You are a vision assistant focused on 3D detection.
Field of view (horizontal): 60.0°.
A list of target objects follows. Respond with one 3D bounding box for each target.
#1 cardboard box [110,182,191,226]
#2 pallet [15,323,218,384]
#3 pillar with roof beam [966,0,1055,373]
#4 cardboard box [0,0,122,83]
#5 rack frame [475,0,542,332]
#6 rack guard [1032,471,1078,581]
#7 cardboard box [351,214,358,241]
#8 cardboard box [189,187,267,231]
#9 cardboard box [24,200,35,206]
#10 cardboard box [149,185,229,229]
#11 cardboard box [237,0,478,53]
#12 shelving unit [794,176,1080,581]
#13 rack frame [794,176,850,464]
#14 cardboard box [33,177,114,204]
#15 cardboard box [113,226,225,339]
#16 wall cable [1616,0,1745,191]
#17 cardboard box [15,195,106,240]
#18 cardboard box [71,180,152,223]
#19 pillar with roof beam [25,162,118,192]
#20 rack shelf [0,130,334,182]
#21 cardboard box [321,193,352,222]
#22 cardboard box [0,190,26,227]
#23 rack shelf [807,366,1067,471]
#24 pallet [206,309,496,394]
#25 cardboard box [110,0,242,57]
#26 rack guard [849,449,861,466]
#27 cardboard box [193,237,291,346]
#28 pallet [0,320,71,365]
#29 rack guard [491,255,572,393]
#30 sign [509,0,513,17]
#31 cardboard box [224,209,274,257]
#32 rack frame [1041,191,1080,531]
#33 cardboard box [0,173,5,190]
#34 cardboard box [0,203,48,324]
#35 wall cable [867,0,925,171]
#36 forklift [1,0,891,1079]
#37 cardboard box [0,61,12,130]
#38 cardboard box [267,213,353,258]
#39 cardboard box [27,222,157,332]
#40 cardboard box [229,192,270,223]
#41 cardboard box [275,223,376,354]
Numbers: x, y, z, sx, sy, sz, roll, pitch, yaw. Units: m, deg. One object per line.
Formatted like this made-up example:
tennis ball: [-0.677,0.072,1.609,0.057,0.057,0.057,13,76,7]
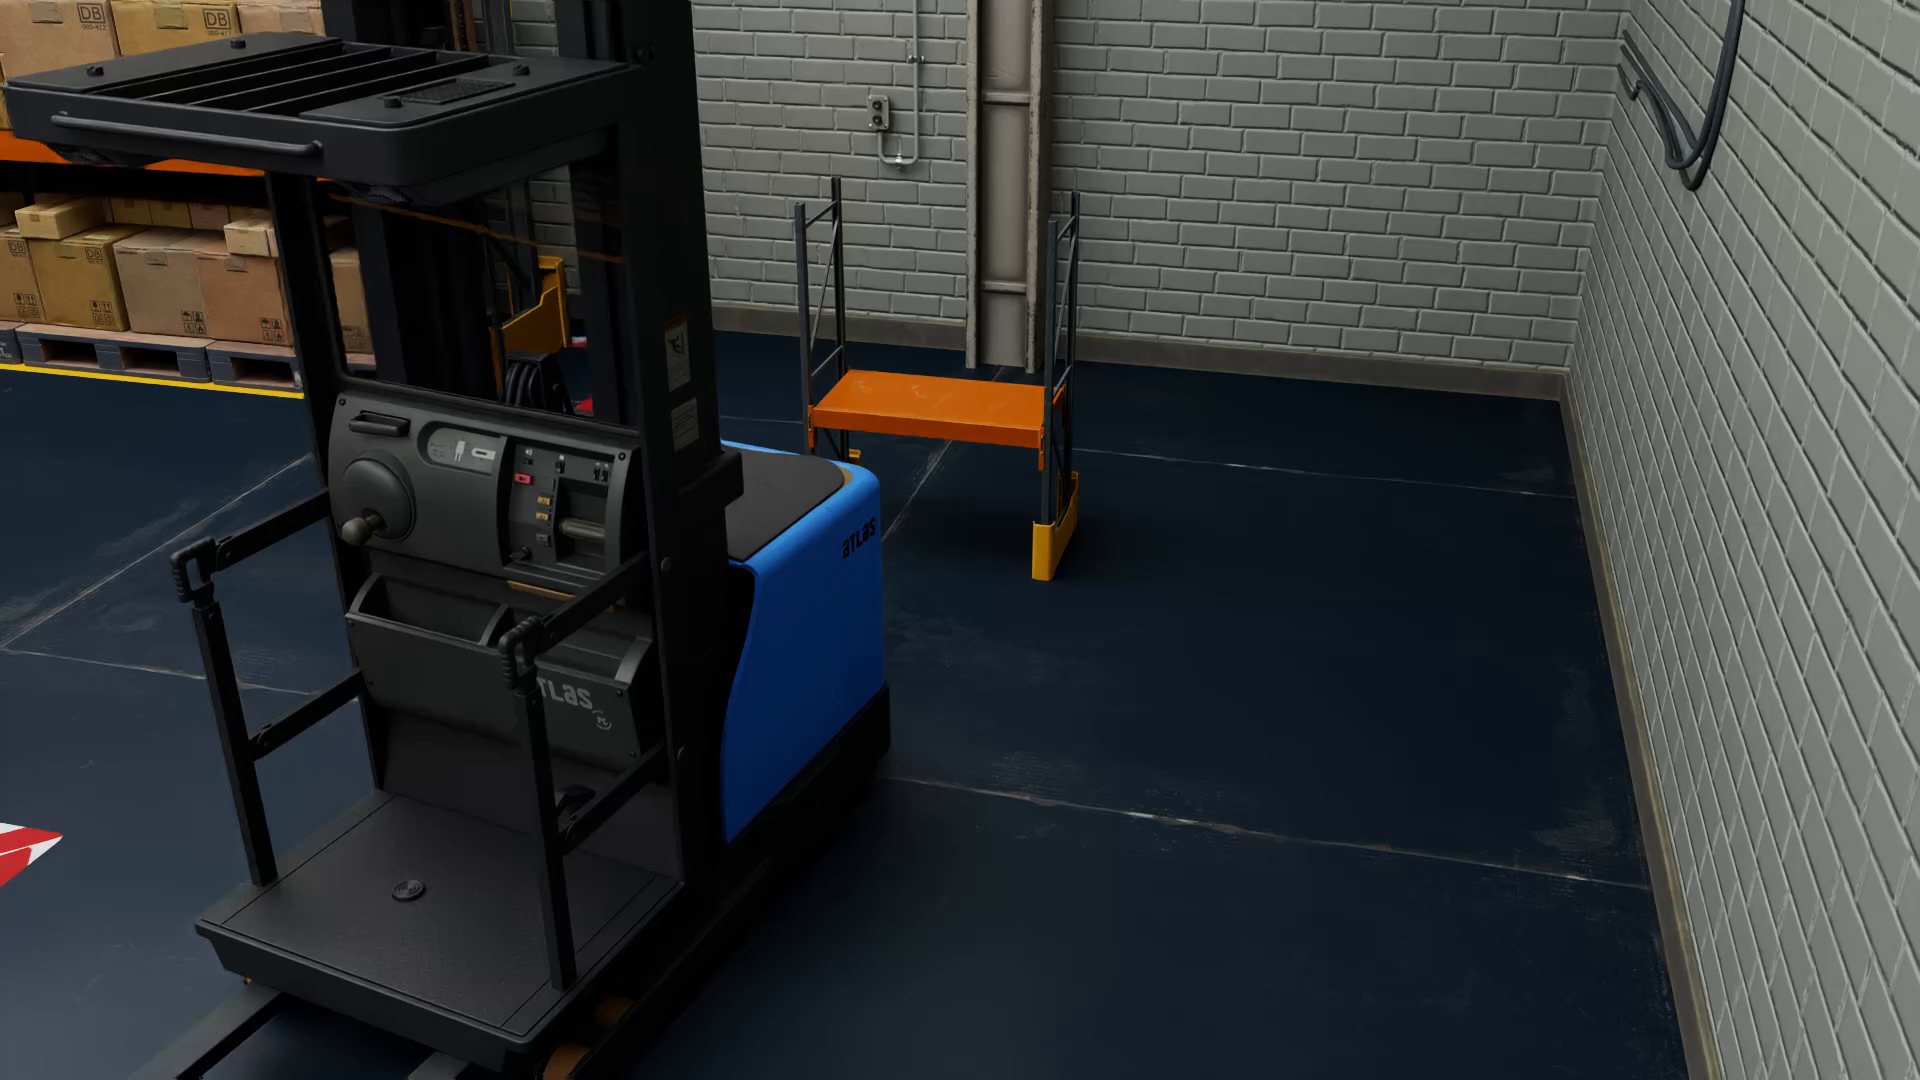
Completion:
cardboard box: [-4.574,-1.907,9.431,0.250,0.149,0.380,6,26,12]
pallet: [-4.541,-1.213,9.553,1.213,0.211,1.003,6,26,13]
pillar with roof beam: [-0.811,-3.275,3.661,0.400,9.000,9.100,6,26,13]
cardboard box: [-4.509,-2.632,8.941,0.700,0.700,0.980,5,26,10]
rack frame: [-2.569,-2.288,8.566,0.127,3.000,1.000,6,26,13]
rack guard: [0.408,-0.068,7.101,0.087,0.250,0.587,6,26,13]
cardboard box: [-3.101,-1.745,9.090,0.250,0.149,0.380,6,26,13]
cardboard box: [-4.080,-1.853,9.317,0.250,0.149,0.380,7,26,14]
cardboard box: [-5.744,-1.654,9.655,0.500,0.500,0.700,7,26,14]
cardboard box: [-4.329,-1.880,9.374,0.250,0.149,0.380,7,26,14]
cardboard box: [-3.065,-2.474,8.607,0.700,0.700,0.980,8,26,15]
shelving unit: [-0.074,-0.685,6.945,1.083,1.500,0.587,6,26,13]
rack frame: [-0.575,-0.741,7.061,0.032,1.500,0.500,6,26,13]
cardboard box: [-5.069,-1.962,9.546,0.250,0.149,0.380,5,26,11]
cardboard box: [-4.244,-1.489,9.308,0.500,0.500,0.700,5,26,11]
wall cable: [2.820,-2.840,6.359,0.112,2.526,3.097,6,26,13]
cardboard box: [-4.952,-1.779,9.161,0.250,0.149,0.380,6,26,12]
cardboard box: [-4.824,-1.934,9.488,0.250,0.149,0.380,7,26,14]
pillar with roof beam: [-6.622,-3.918,5.010,0.400,9.000,9.100,6,26,13]
rack shelf: [-4.506,-2.177,9.170,4.000,0.370,1.077,6,26,13]
cardboard box: [-3.592,-1.799,9.203,0.250,0.149,0.380,6,26,13]
cardboard box: [-5.458,-1.835,9.279,0.250,0.149,0.380,7,26,15]
rack shelf: [-0.083,-0.524,7.024,1.000,0.185,0.538,6,26,13]
pallet: [-3.363,-1.082,9.277,1.213,0.211,1.003,6,26,13]
cardboard box: [-3.773,-2.547,8.761,0.700,0.700,0.980,6,26,13]
rack guard: [-0.556,-0.174,7.325,0.087,0.250,0.587,6,26,13]
cardboard box: [-3.756,-1.436,9.195,0.500,0.500,0.700,6,26,13]
pallet: [-5.726,-1.343,9.825,1.213,0.211,1.003,6,26,13]
rack guard: [-2.546,-1.157,9.098,0.348,0.500,1.175,6,26,13]
sign: [-2.425,-2.945,8.847,0.005,0.325,0.100,6,26,13]
cardboard box: [-3.689,-1.640,8.870,0.250,0.149,0.380,7,26,14]
rack frame: [0.410,-0.632,6.832,0.032,1.500,0.500,6,26,13]
cardboard box: [-5.835,-2.045,9.721,0.250,0.149,0.380,6,26,13]
cardboard box: [-5.258,-1.599,9.539,0.500,0.500,0.700,6,26,12]
wall cable: [-1.093,-3.003,8.887,1.851,1.984,0.084,6,26,13]
forklift: [-1.314,-0.094,4.038,1.130,2.935,3.031,11,28,22]
cardboard box: [-5.216,-2.706,9.096,0.700,0.700,0.980,6,26,12]
cardboard box: [-3.441,-1.613,8.813,0.250,0.149,0.380,6,26,12]
cardboard box: [-4.762,-1.543,9.421,0.500,0.500,0.700,7,26,14]
cardboard box: [-3.834,-1.826,9.260,0.250,0.149,0.380,7,26,13]
cardboard box: [-3.272,-1.382,9.083,0.500,0.500,0.700,6,26,13]
